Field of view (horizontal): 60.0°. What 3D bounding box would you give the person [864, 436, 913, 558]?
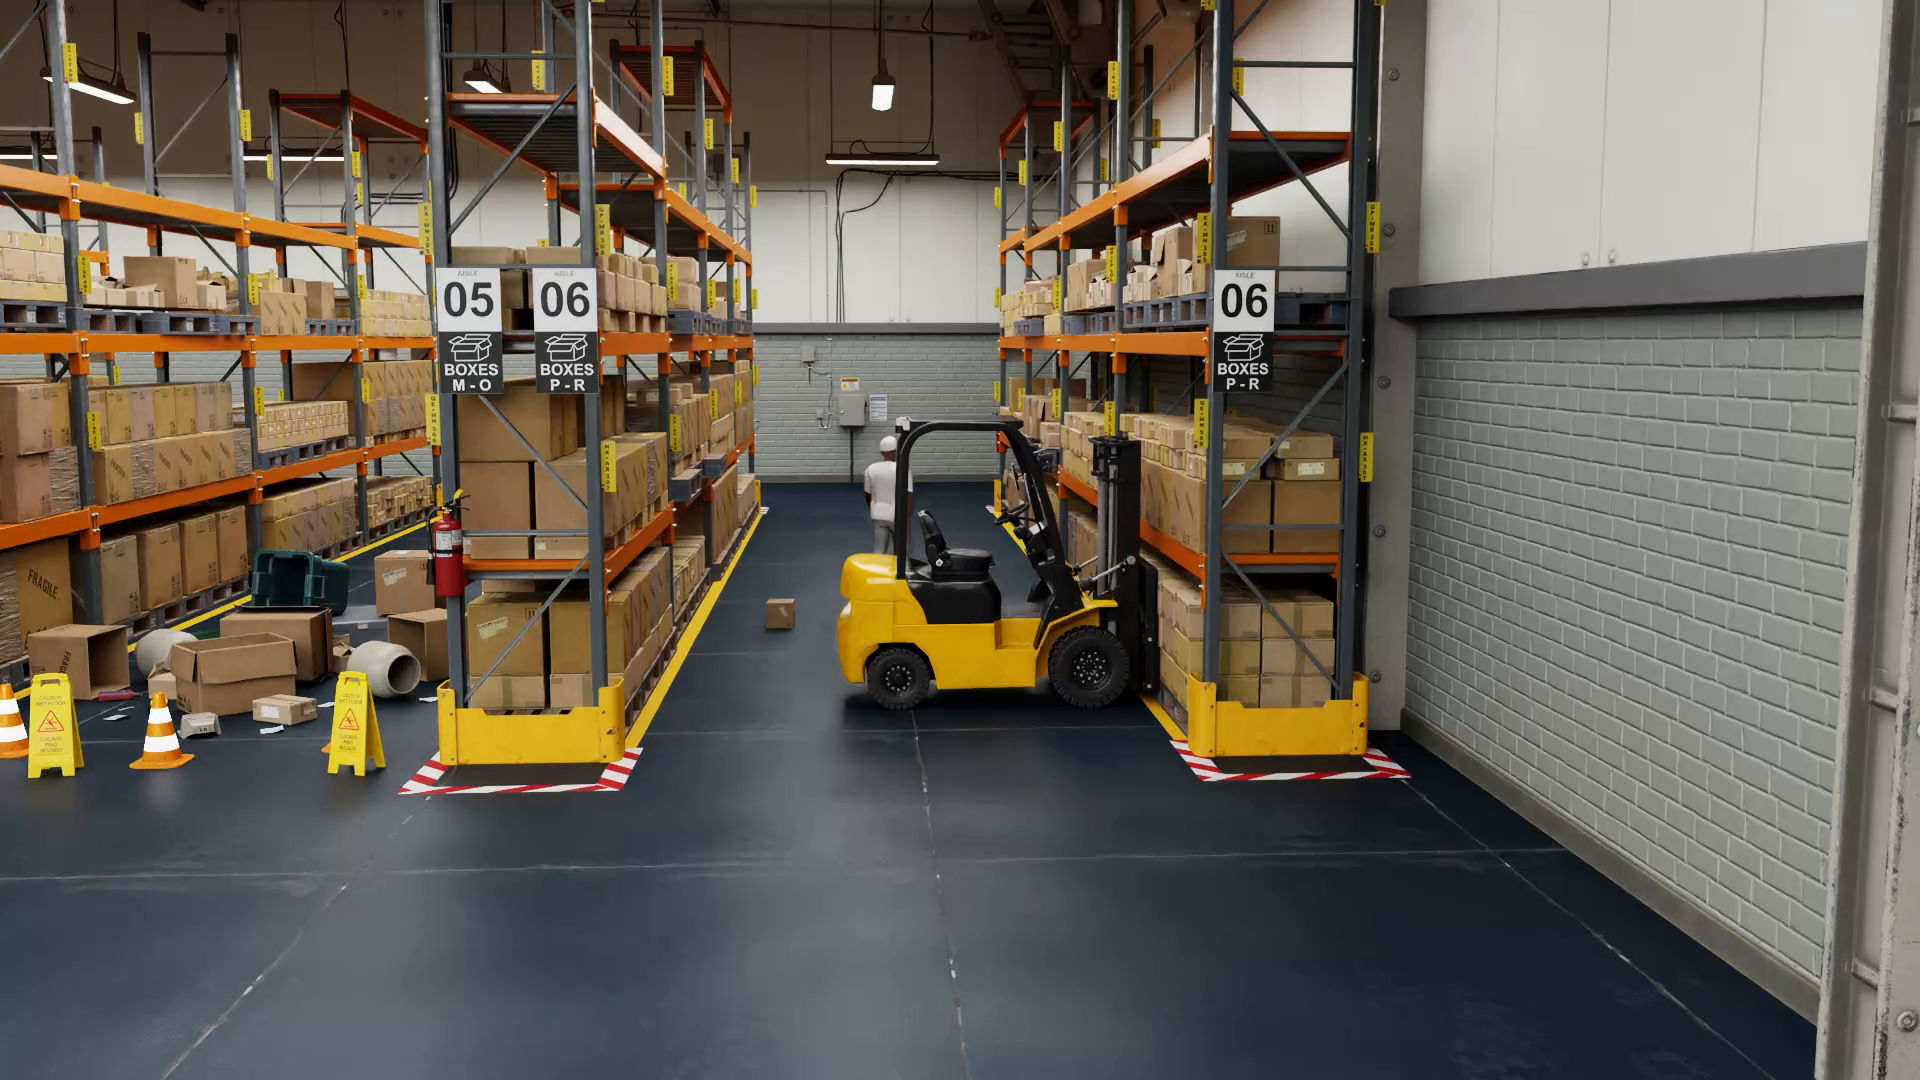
[{"bbox_3d":[-0.714,-0.252,17.608,0.580,1.703,1.053,2,7,17],"label":"person"}]
